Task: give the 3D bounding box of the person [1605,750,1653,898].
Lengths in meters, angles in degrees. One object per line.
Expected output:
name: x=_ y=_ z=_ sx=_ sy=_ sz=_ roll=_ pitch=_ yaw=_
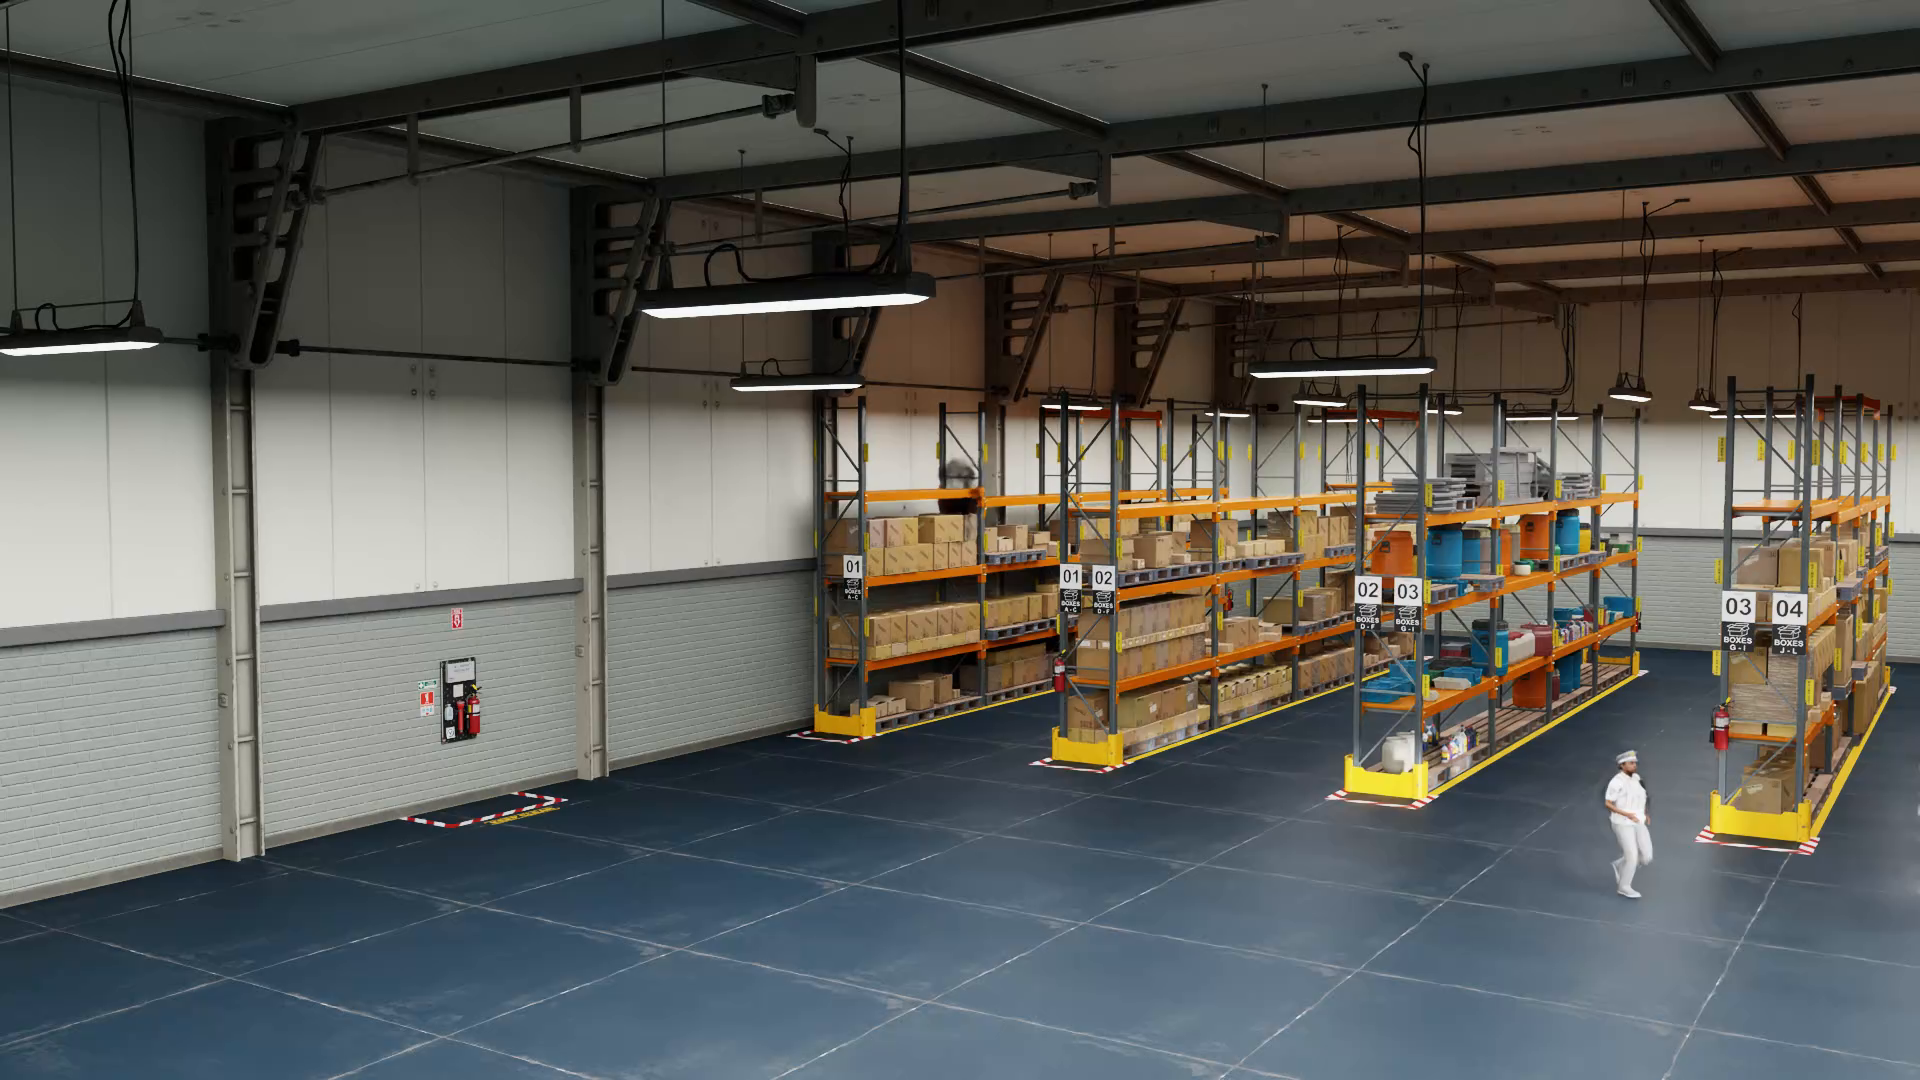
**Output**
person: x=7.560 y=3.189 z=18.739 sx=0.572 sy=1.651 sz=0.525 roll=-1 pitch=3 yaw=-25
